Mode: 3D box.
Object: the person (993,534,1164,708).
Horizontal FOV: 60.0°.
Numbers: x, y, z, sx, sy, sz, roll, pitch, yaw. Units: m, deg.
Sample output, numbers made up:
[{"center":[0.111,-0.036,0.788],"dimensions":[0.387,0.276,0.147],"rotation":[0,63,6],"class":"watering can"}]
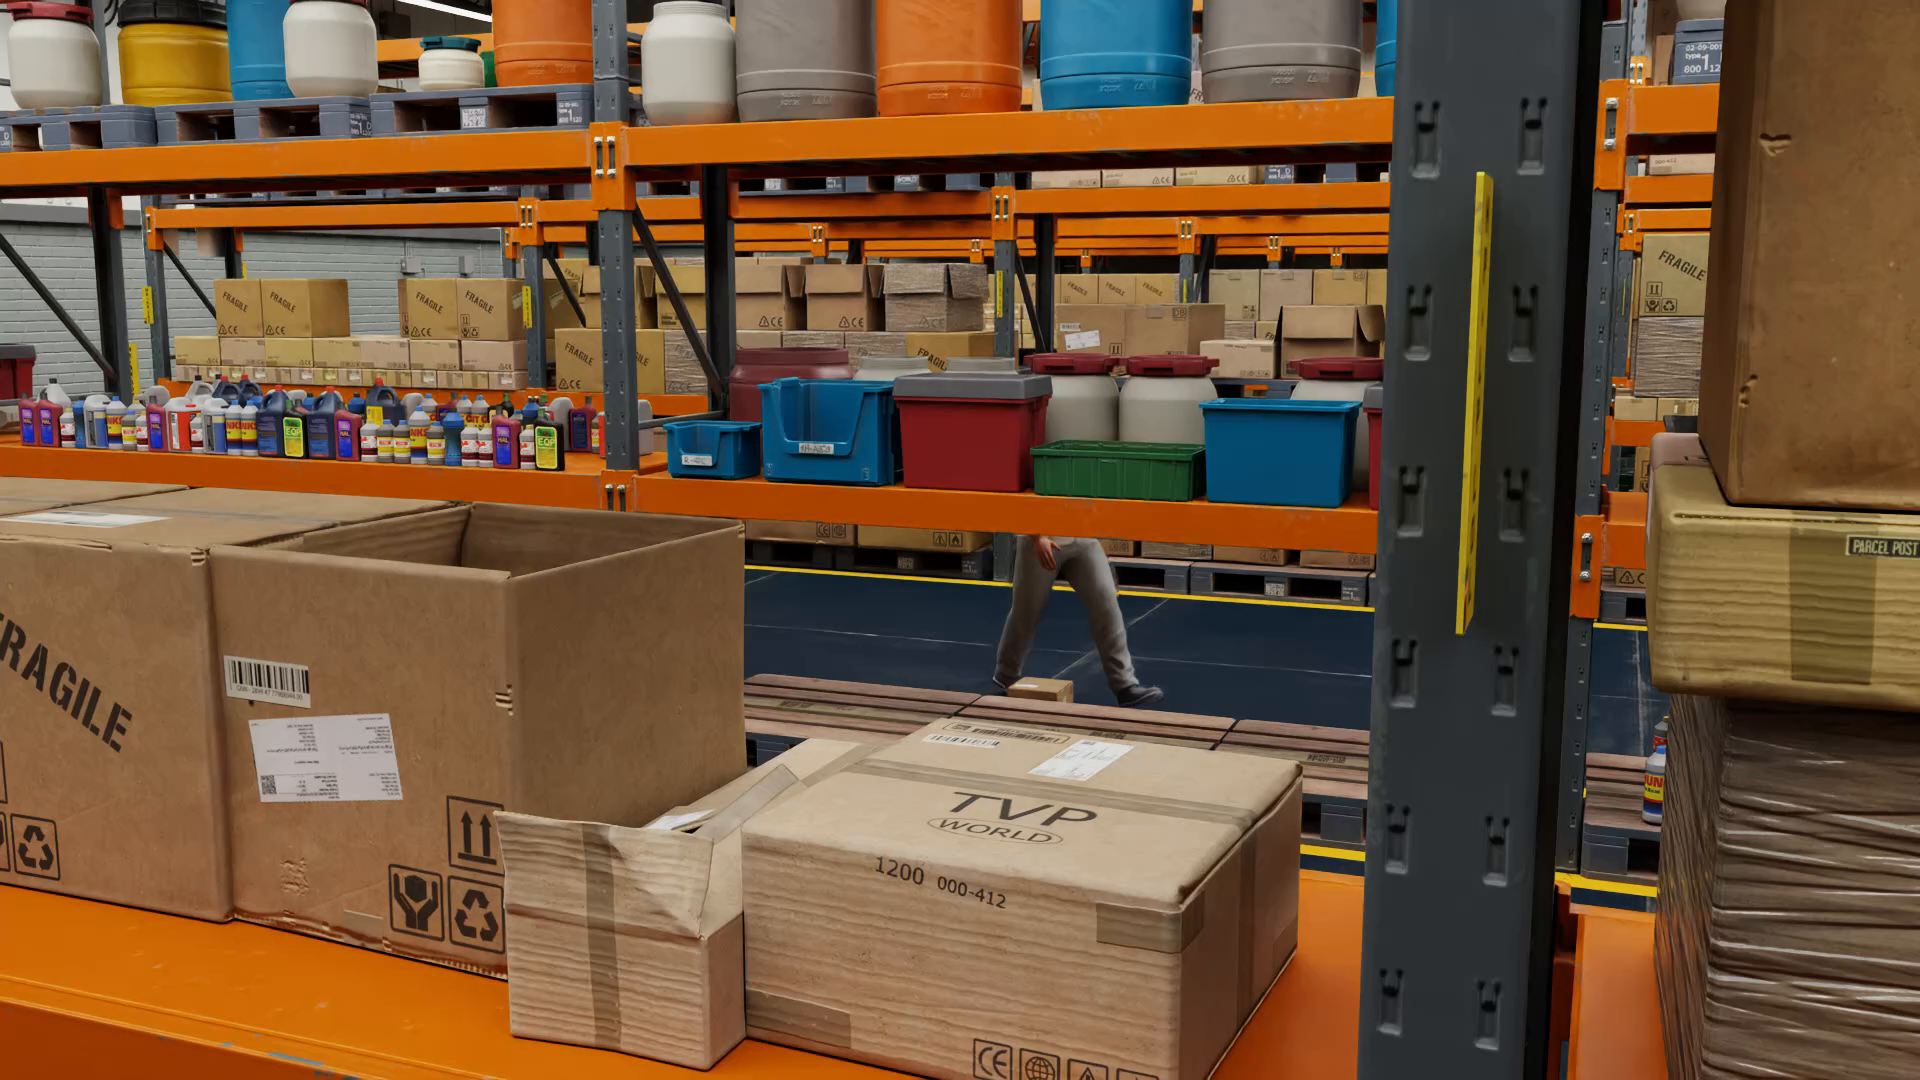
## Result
[{"center":[0.573,-0.002,8.383],"dimensions":[0.614,1.715,0.929],"rotation":[-3,9,-22],"class":"person"}]
